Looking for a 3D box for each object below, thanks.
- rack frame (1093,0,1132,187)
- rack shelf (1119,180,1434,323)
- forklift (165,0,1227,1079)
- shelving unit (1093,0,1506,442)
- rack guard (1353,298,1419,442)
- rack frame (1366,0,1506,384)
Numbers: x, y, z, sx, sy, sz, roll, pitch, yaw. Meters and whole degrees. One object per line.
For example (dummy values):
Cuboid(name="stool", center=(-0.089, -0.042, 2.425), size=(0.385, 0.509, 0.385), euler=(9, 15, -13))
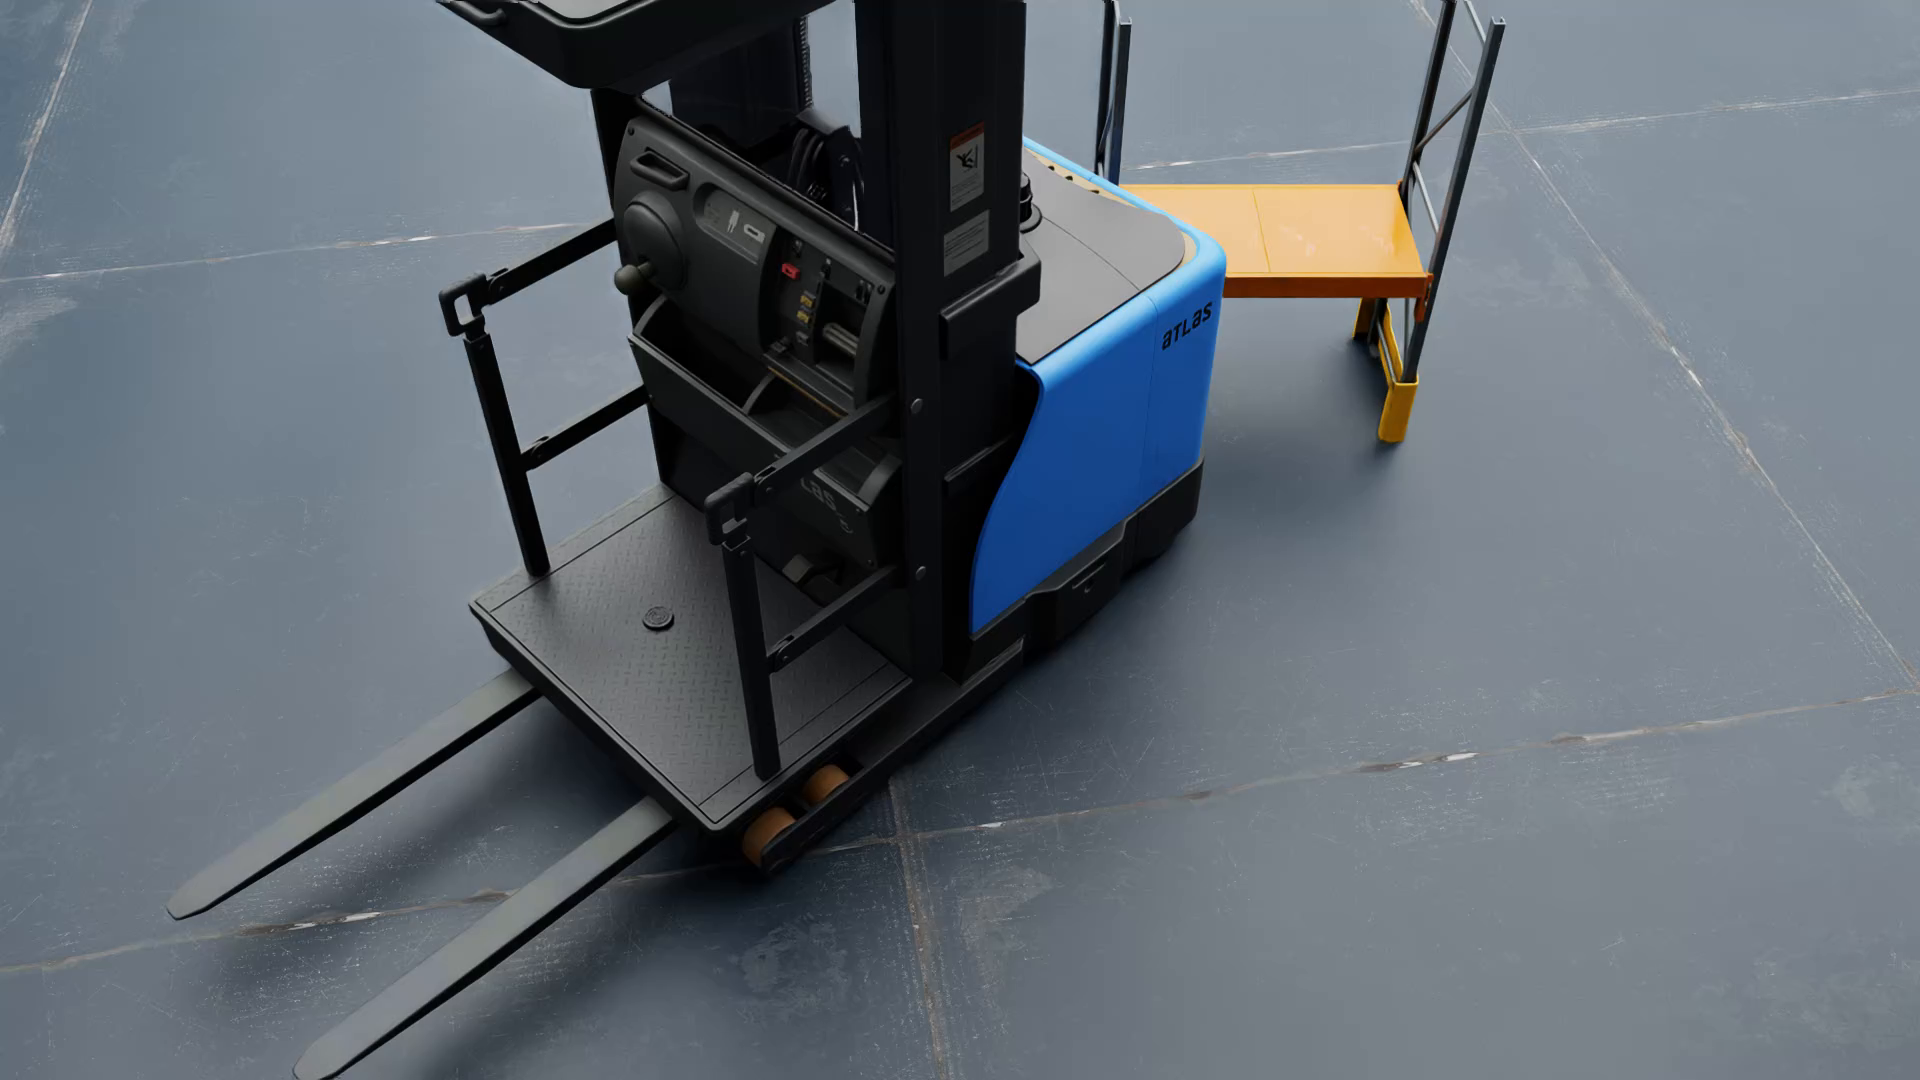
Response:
Cuboid(name="rack frame", center=(0.452, -1.061, 5.230), size=(0.032, 1.500, 0.500), euler=(0, 46, 0))
Cuboid(name="rack shelf", center=(0.960, -0.936, 5.360), size=(1.000, 0.185, 0.538), euler=(0, 46, 0))
Cuboid(name="forklift", center=(-0.647, -0.569, 3.763), size=(1.130, 2.935, 3.031), euler=(36, 56, 29))
Cuboid(name="shelving unit", center=(0.951, -1.060, 5.230), size=(1.083, 1.500, 0.587), euler=(0, 46, 0))
Cuboid(name="rack guard", center=(1.449, -0.627, 5.680), size=(0.087, 0.250, 0.587), euler=(0, 46, 0))
Cuboid(name="rack frame", center=(1.468, -1.060, 5.230), size=(0.032, 1.500, 0.500), euler=(0, 46, 0))
